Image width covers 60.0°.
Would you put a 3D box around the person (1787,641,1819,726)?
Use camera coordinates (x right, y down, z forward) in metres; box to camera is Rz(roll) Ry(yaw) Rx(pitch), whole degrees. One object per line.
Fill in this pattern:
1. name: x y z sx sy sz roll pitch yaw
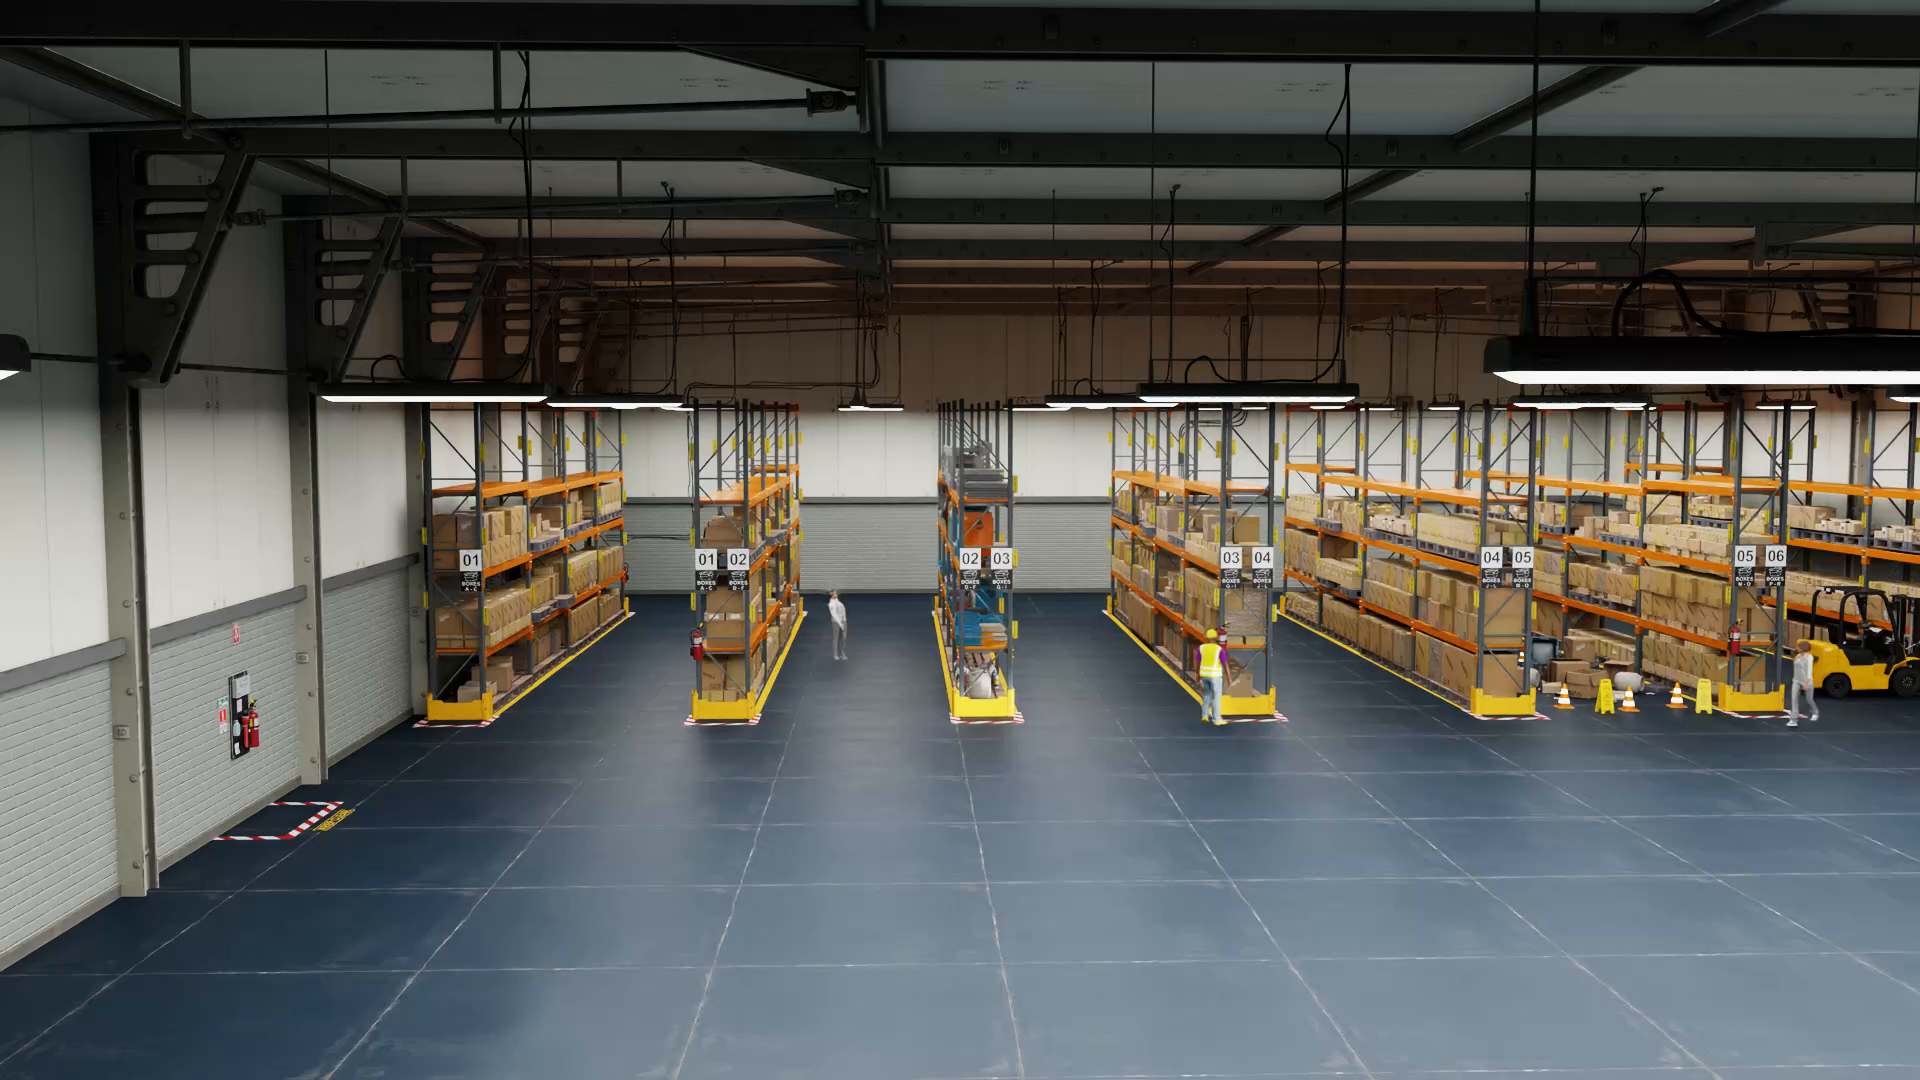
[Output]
1. person: 15.471 2.614 30.465 0.887 1.558 0.380 -3 5 -37

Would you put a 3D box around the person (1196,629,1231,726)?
1. person: 4.667 2.536 30.583 0.603 1.808 0.464 4 6 43

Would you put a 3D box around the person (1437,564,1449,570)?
1. person: 14.362 1.102 49.397 1.012 1.751 0.585 -1 4 -8

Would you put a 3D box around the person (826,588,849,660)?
1. person: -2.793 1.955 38.595 0.553 1.714 0.600 -4 6 -45
